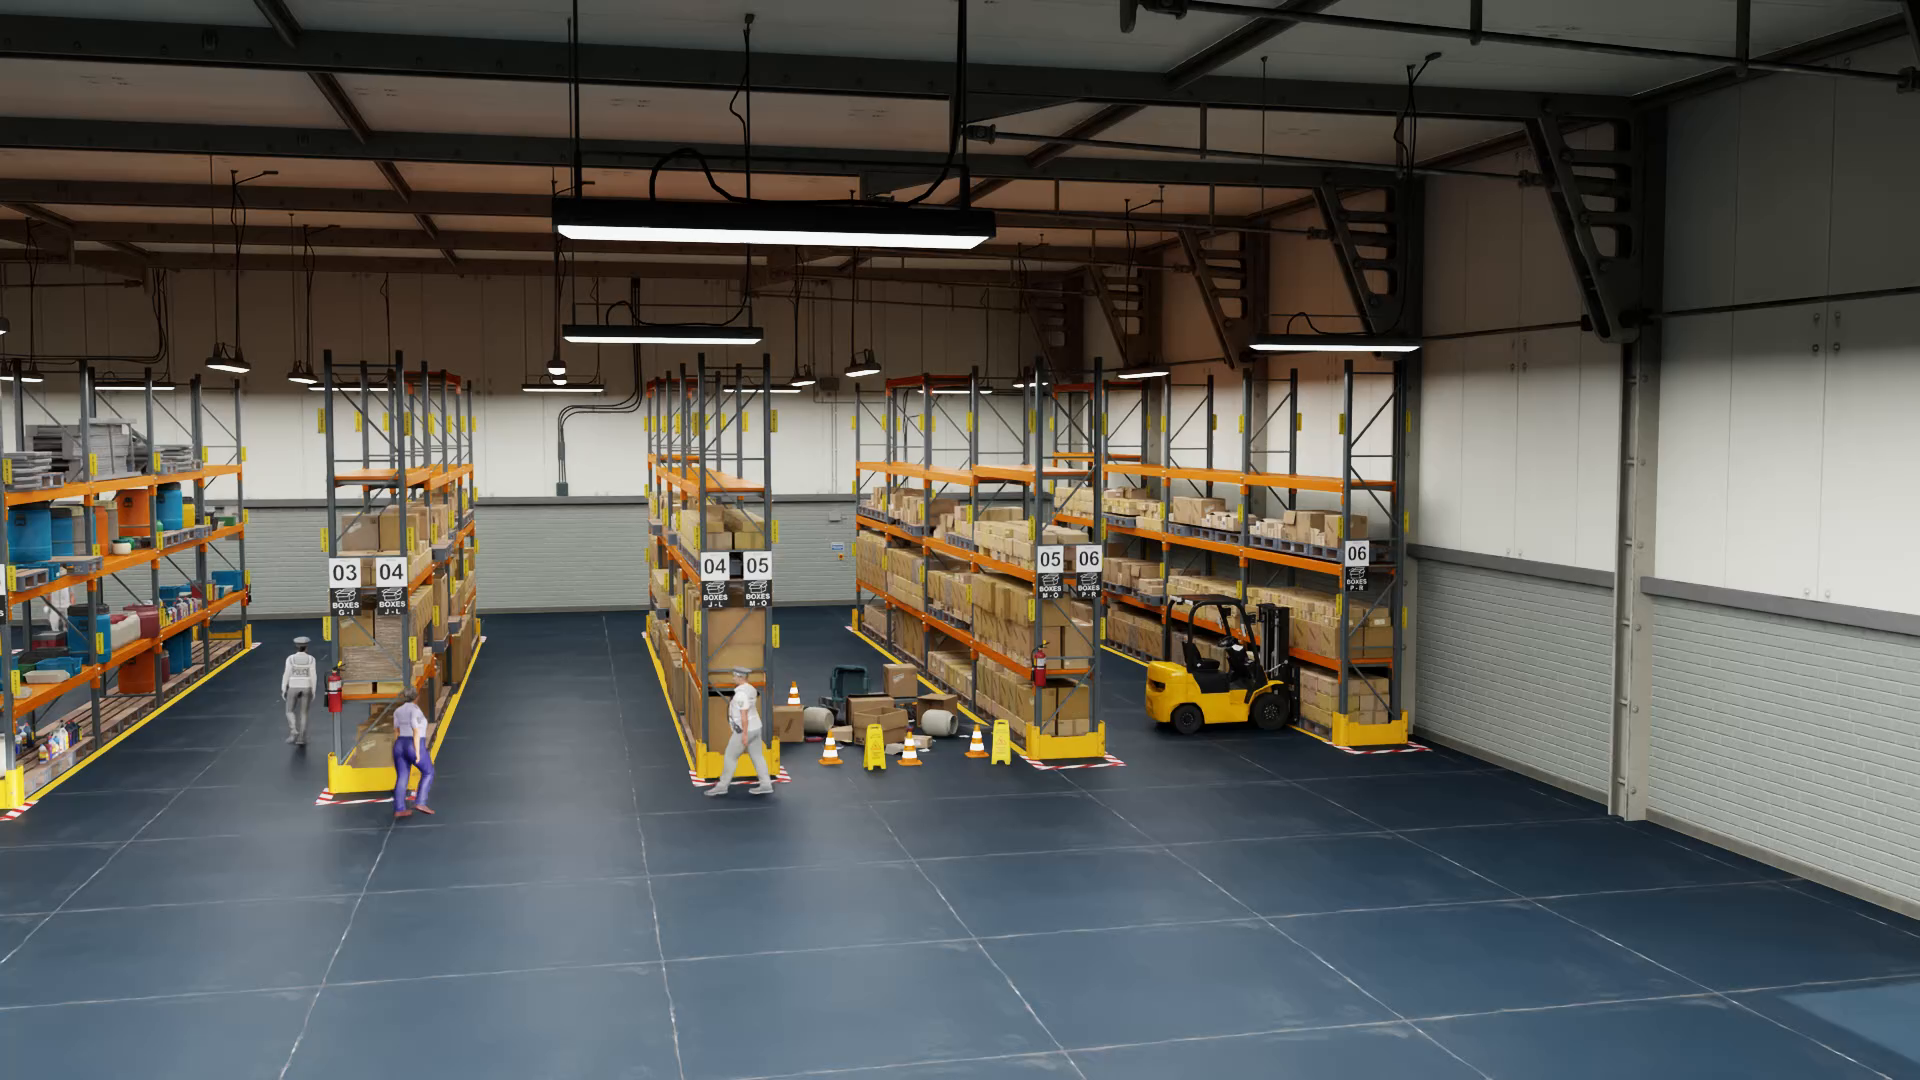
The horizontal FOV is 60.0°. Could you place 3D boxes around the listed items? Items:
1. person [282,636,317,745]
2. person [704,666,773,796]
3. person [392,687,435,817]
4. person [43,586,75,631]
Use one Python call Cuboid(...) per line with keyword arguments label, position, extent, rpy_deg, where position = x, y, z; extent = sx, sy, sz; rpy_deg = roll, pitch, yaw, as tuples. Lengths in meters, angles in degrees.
Cuboid(label="person", position=(-10.269, 2.356, 25.866), extent=(0.512, 1.675, 0.463), rpy_deg=(-2, 4, -23))
Cuboid(label="person", position=(-2.954, 2.561, 22.417), extent=(0.871, 1.721, 0.583), rpy_deg=(1, 4, 18))
Cuboid(label="person", position=(-7.043, 2.726, 21.241), extent=(0.514, 1.642, 0.530), rpy_deg=(1, 4, 19))
Cuboid(label="person", position=(-20.101, 1.528, 37.100), extent=(0.665, 1.738, 1.025), rpy_deg=(-2, 4, -22))
